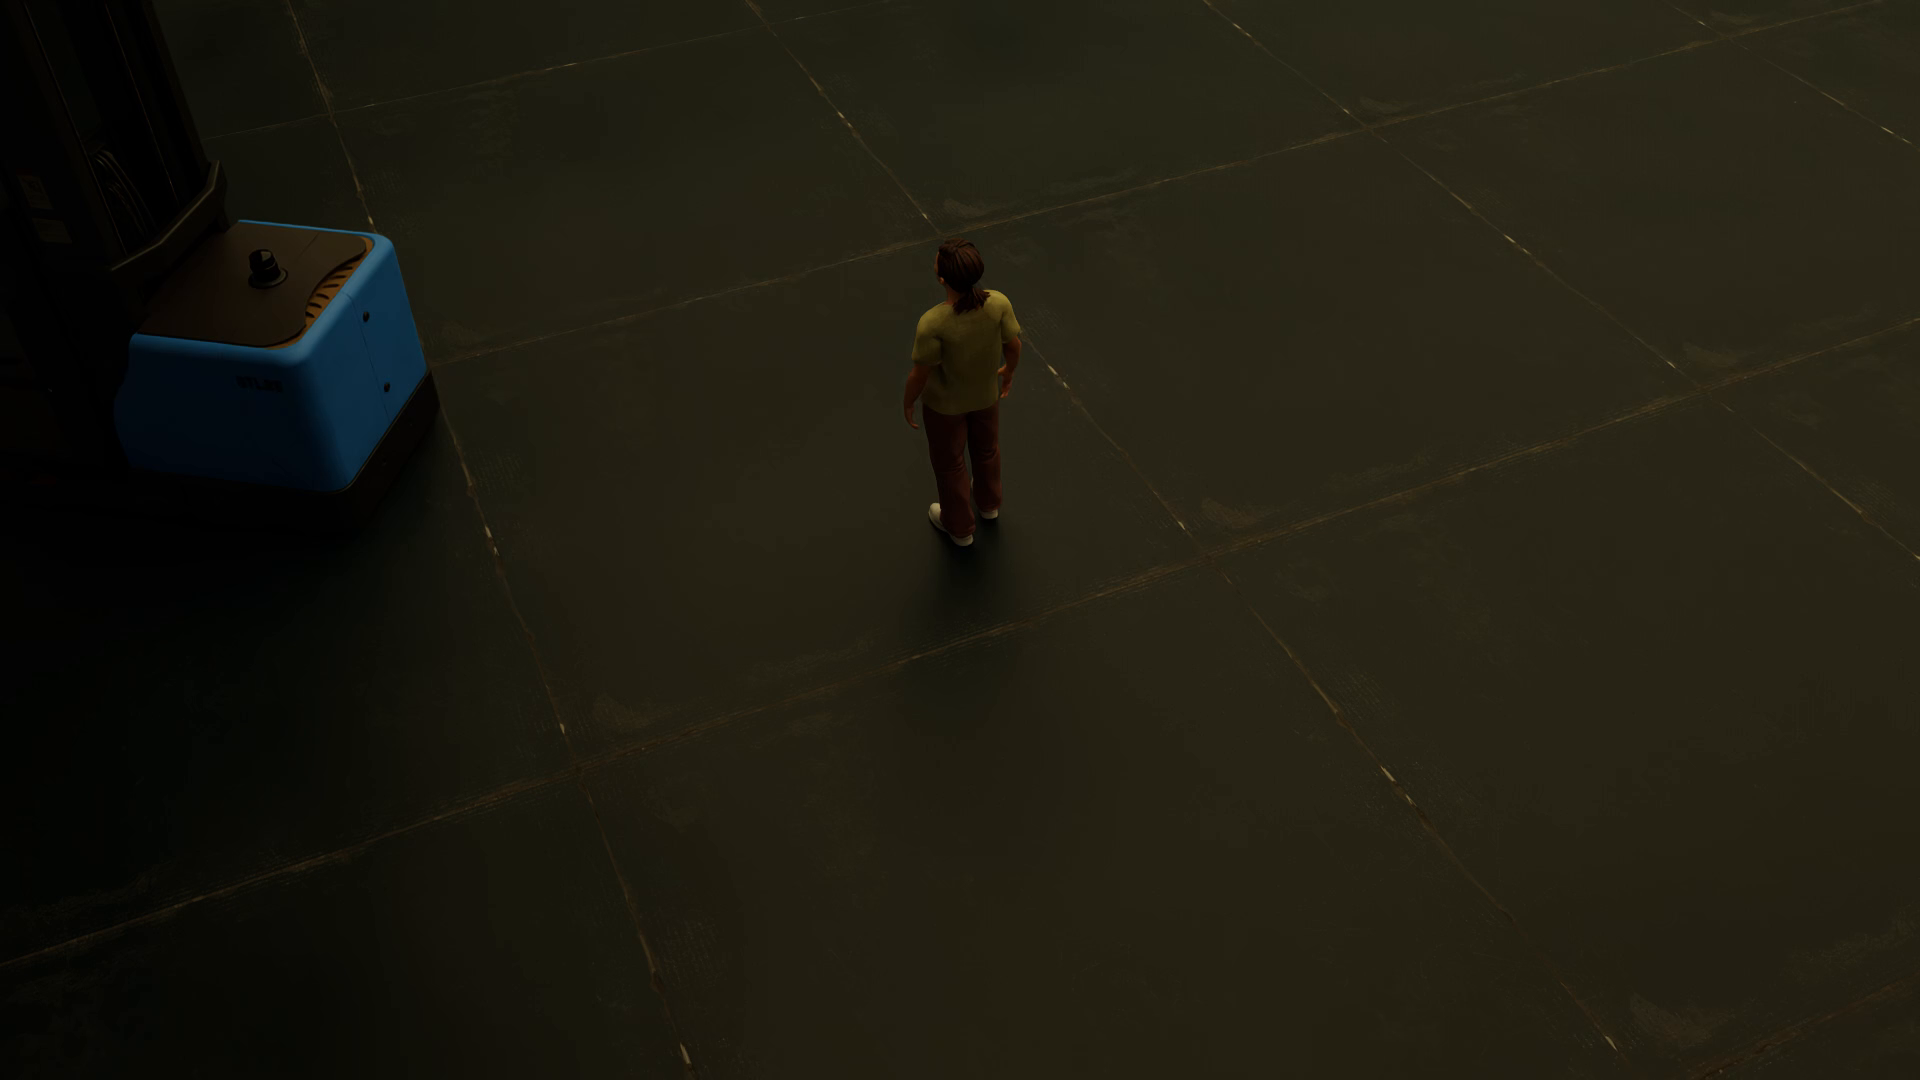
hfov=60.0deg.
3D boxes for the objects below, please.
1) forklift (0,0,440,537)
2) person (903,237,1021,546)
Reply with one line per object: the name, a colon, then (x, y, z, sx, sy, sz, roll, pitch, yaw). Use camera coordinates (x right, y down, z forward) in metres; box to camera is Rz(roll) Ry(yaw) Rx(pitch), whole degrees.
forklift: (-4.206, -1.577, 7.370, 3.031, 2.935, 1.130, 7, 43, 8)
person: (-0.021, -0.666, 7.304, 0.555, 1.675, 0.549, -18, 46, -18)
